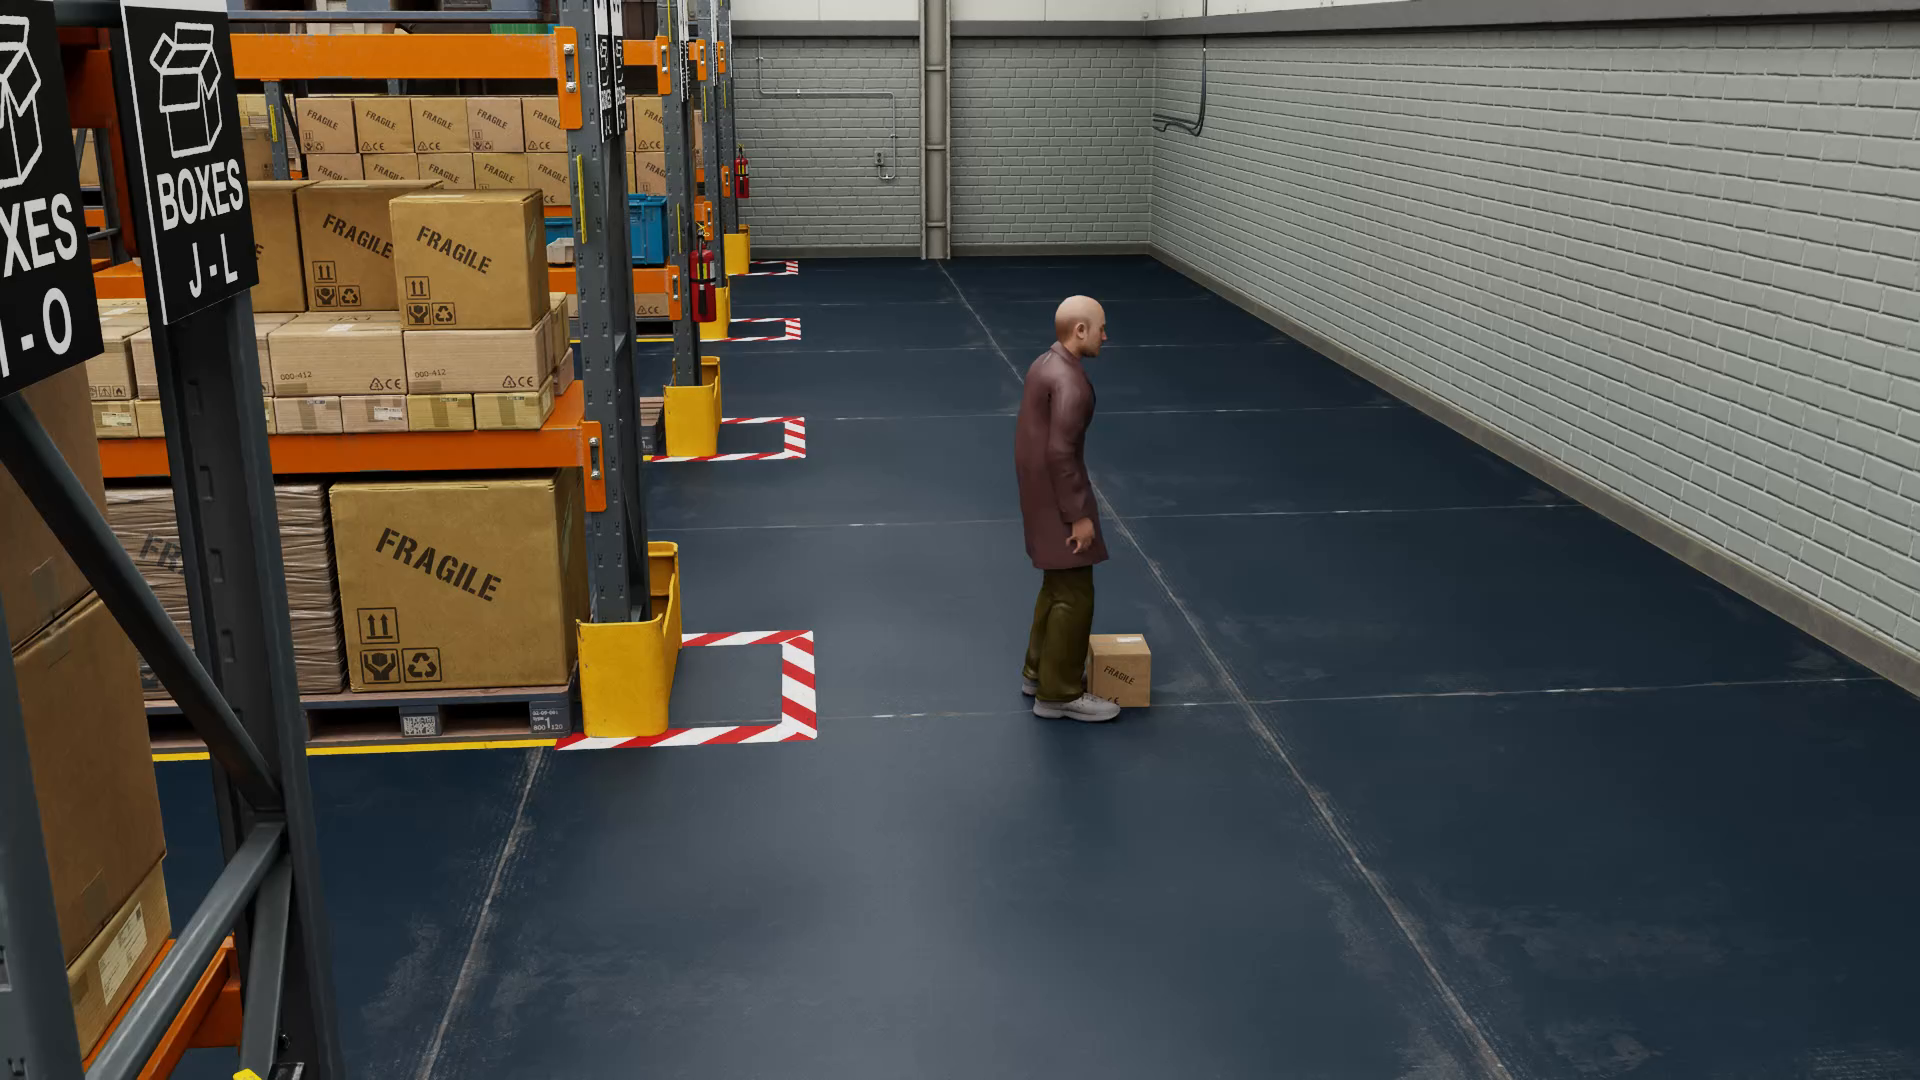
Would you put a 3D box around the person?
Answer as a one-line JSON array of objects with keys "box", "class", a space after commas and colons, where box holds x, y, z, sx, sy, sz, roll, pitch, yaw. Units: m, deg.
[{"box": [0.448, -0.146, 7.058, 0.428, 1.773, 0.641, -2, 17, -6], "class": "person"}]
